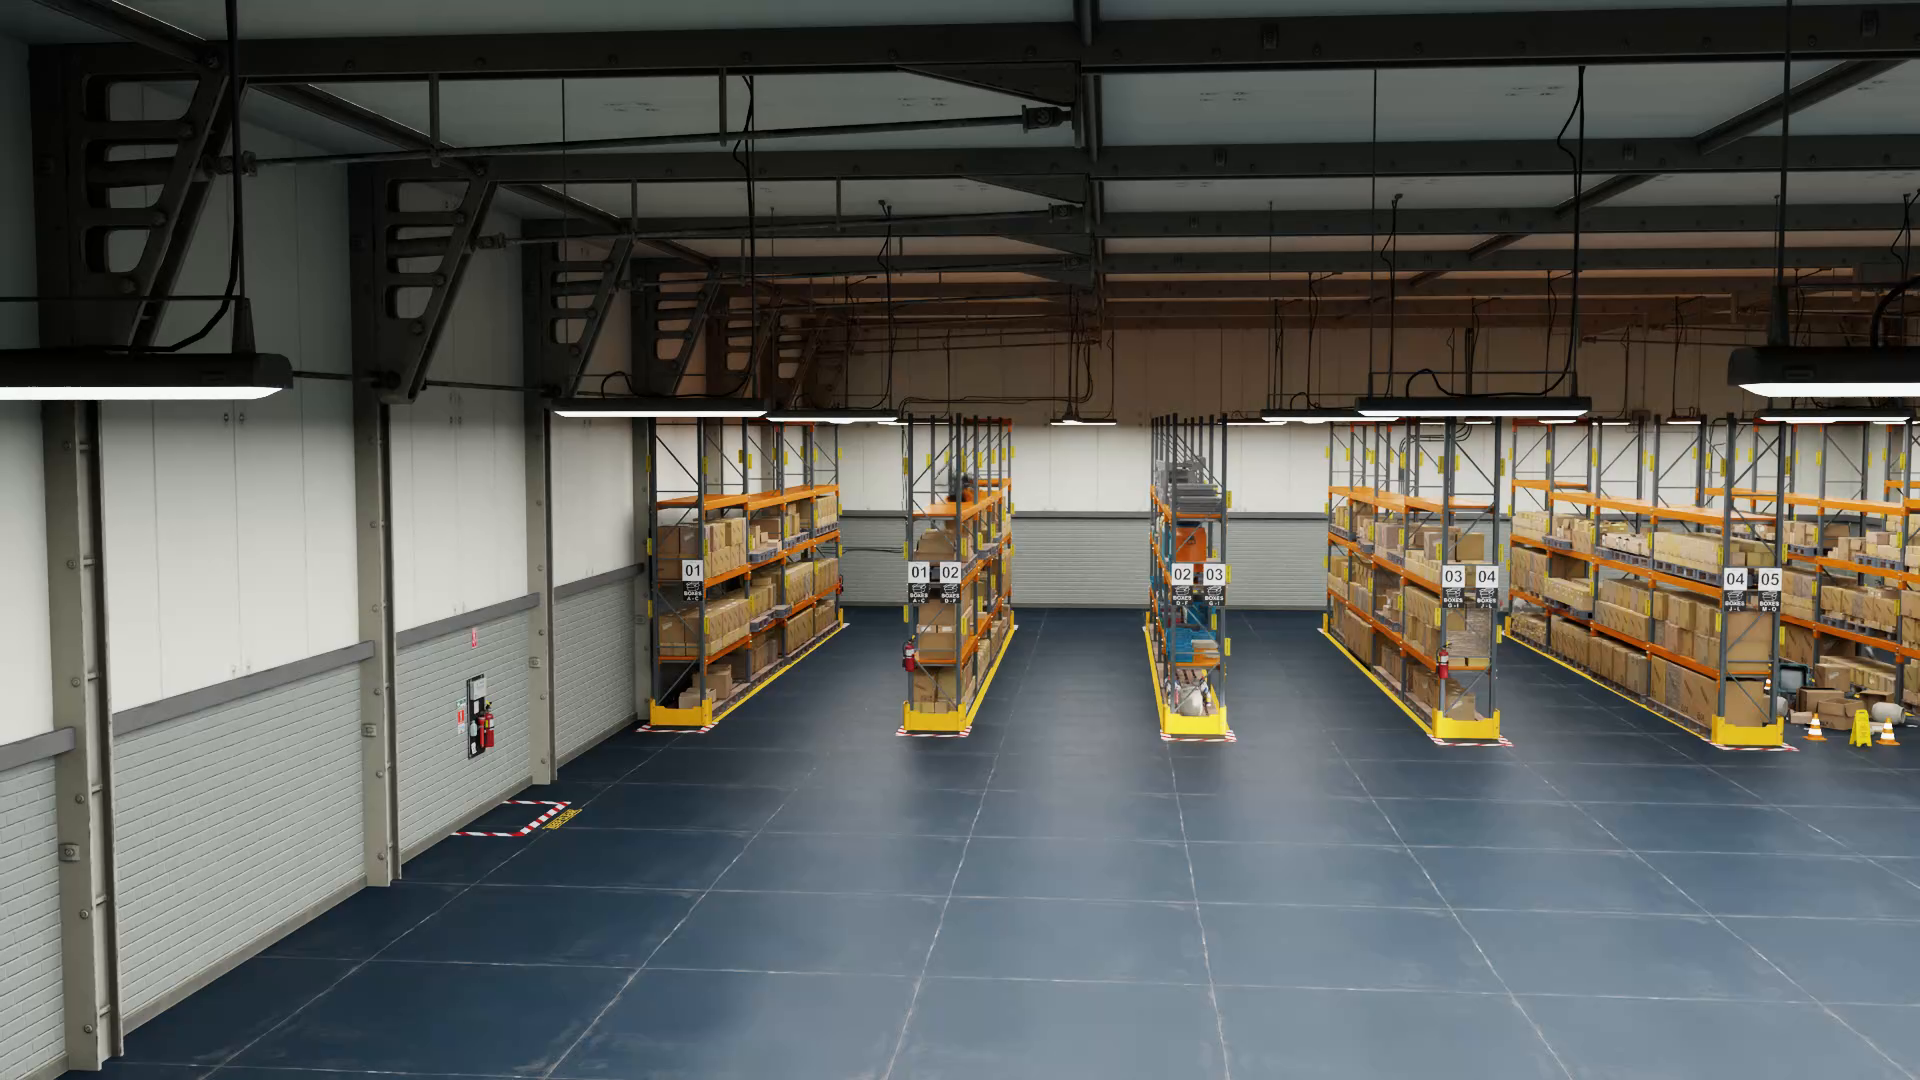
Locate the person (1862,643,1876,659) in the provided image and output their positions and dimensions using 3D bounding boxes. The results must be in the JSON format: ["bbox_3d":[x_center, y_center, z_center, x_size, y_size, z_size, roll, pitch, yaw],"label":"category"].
[{"bbox_3d":[21.785,2.224,39.688,0.627,1.680,0.657,0,4,3],"label":"person"}]

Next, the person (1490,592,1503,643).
[{"bbox_3d":[13.911,1.923,43.607,0.657,1.762,0.692,0,4,4],"label":"person"}]

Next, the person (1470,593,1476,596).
[{"bbox_3d":[13.891,1.886,45.504,0.603,1.545,0.709,2,4,22],"label":"person"}]

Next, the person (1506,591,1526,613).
[{"bbox_3d":[15.882,1.682,47.218,0.685,1.739,0.758,0,4,6],"label":"person"}]
